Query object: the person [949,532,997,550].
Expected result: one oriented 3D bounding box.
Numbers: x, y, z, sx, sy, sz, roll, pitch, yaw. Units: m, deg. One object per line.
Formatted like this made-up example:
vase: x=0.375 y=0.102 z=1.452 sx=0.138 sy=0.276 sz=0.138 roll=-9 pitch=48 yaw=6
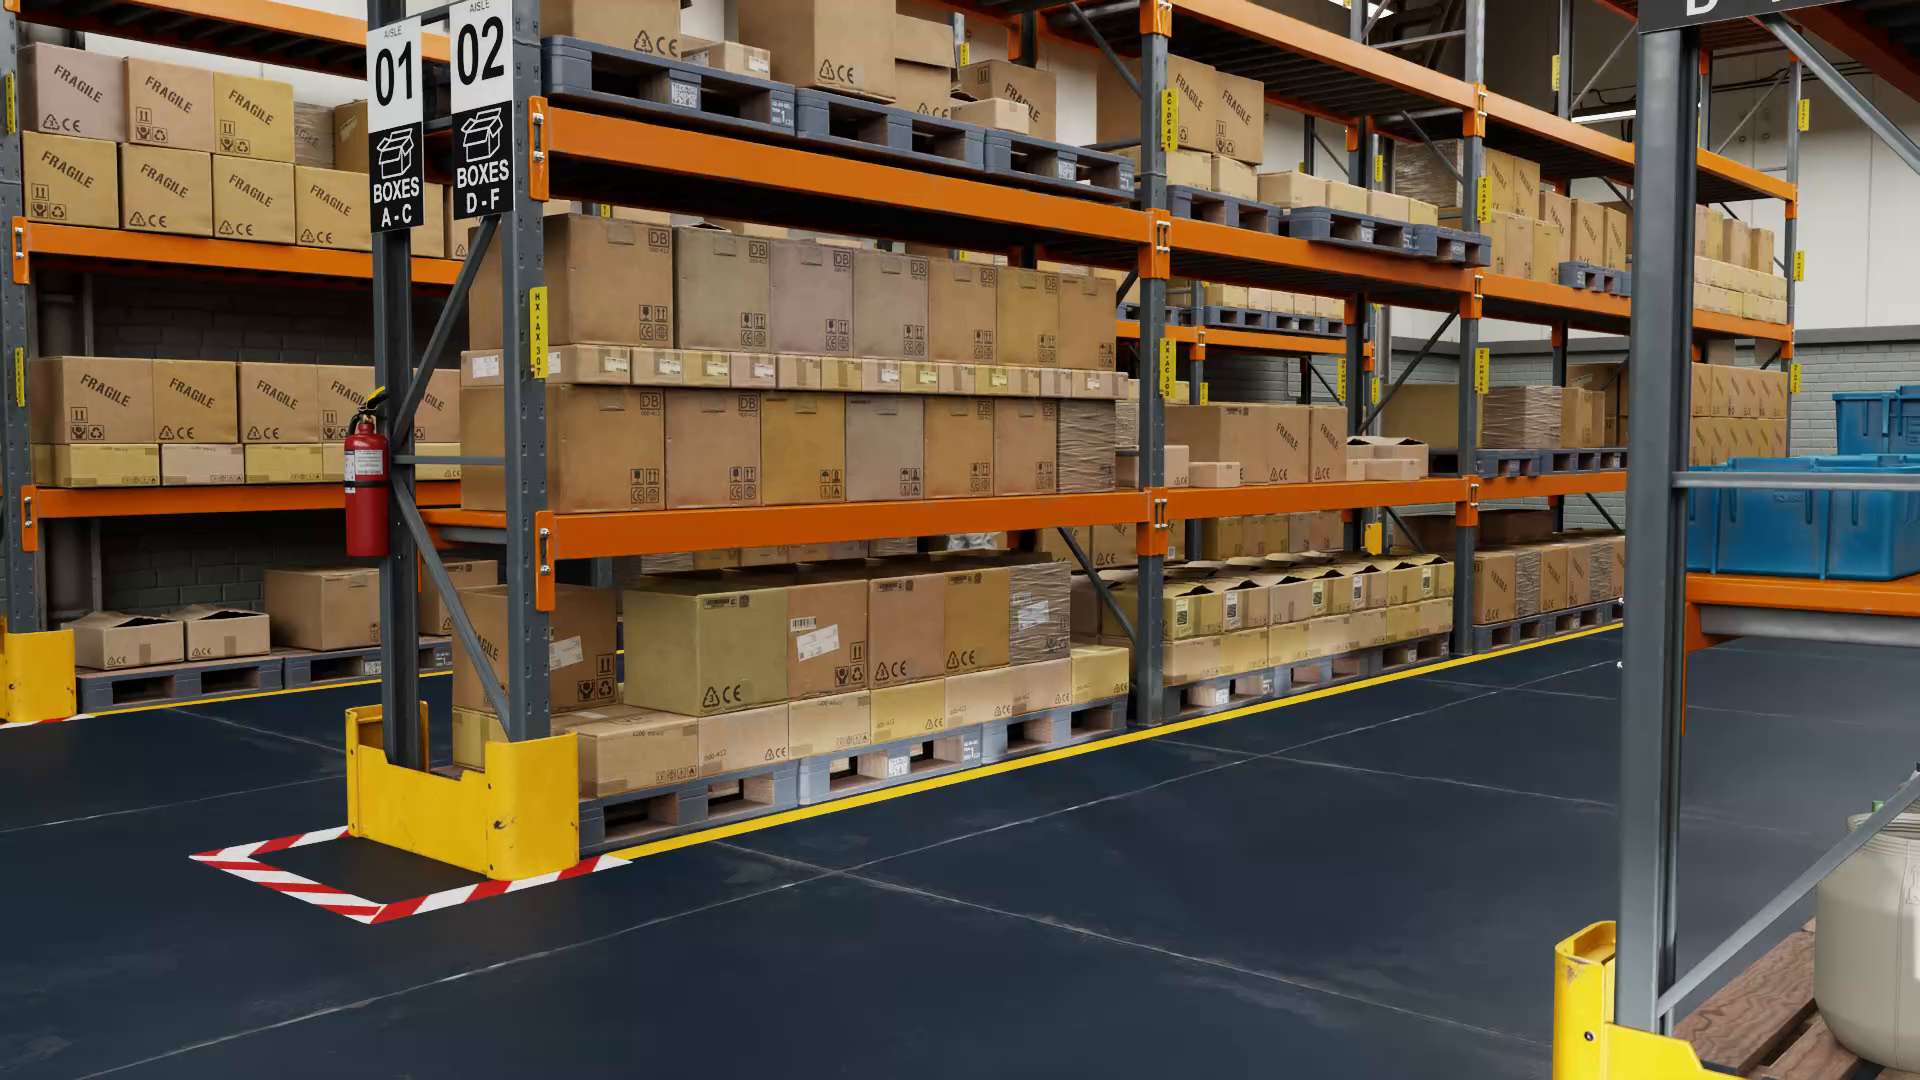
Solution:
person: x=0.080 y=-0.113 z=13.352 sx=0.525 sy=1.784 sz=0.339 roll=3 pitch=5 yaw=42
